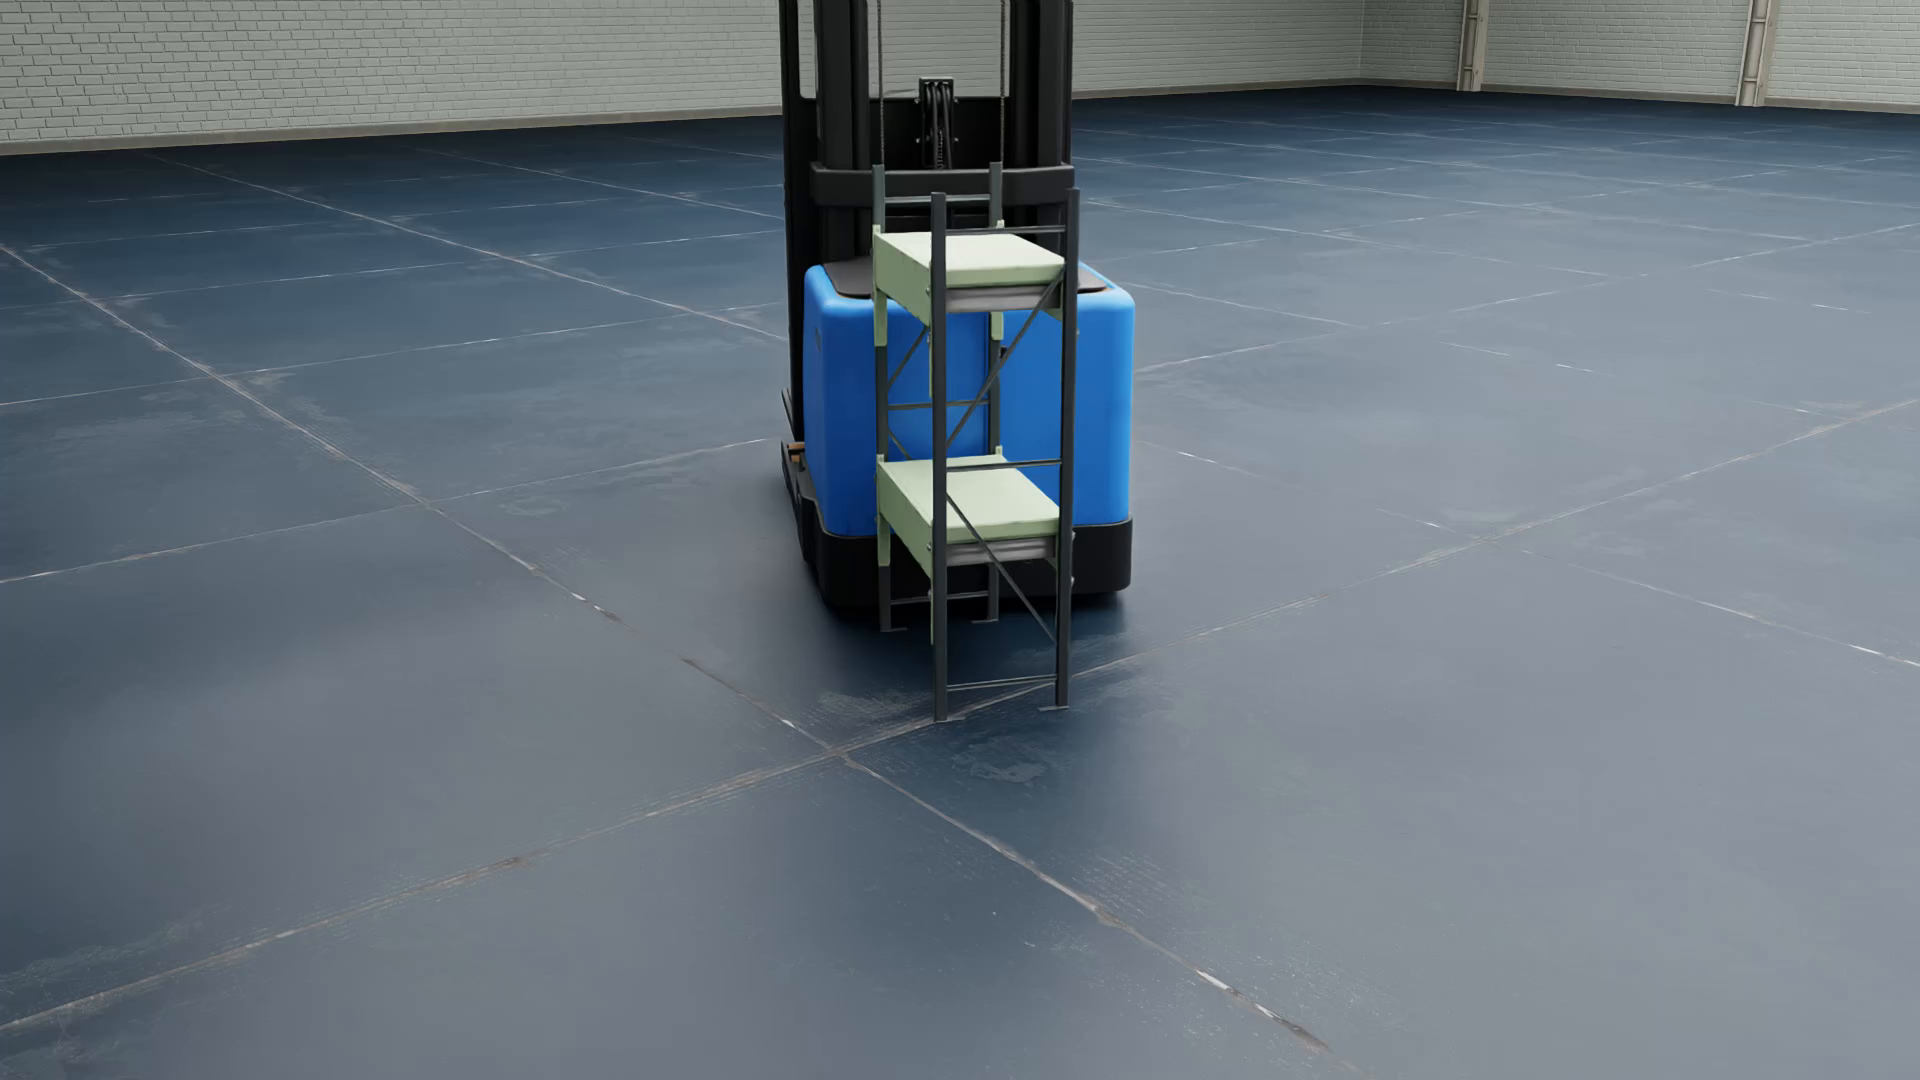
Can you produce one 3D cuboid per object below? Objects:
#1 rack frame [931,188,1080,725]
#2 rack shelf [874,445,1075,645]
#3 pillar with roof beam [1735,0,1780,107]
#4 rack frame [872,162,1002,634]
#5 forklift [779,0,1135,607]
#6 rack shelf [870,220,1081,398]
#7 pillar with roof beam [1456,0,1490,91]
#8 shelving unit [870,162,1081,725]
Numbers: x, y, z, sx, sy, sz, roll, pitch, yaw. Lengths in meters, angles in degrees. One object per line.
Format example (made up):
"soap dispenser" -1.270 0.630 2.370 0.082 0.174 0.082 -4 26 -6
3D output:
"rack frame" 0.121 -0.202 4.586 0.400 1.500 0.023 -5 19 -14
"rack shelf" 0.027 -0.003 5.024 0.431 0.370 0.720 -5 19 -14
"pillar with roof beam" 10.933 -11.302 26.178 9.100 9.000 0.400 -14 23 -36
"rack frame" -0.068 -0.424 5.257 0.400 1.500 0.023 -5 19 -14
"forklift" -0.163 -1.594 6.515 1.130 2.935 3.031 -3 19 -9
"rack shelf" 0.027 -0.683 4.799 0.431 0.370 0.720 -5 19 -14
"pillar with roof beam" 7.208 -12.780 30.642 9.100 9.000 0.400 -14 23 -36
"shelving unit" 0.027 -0.313 4.921 0.431 1.500 0.755 -5 19 -14
